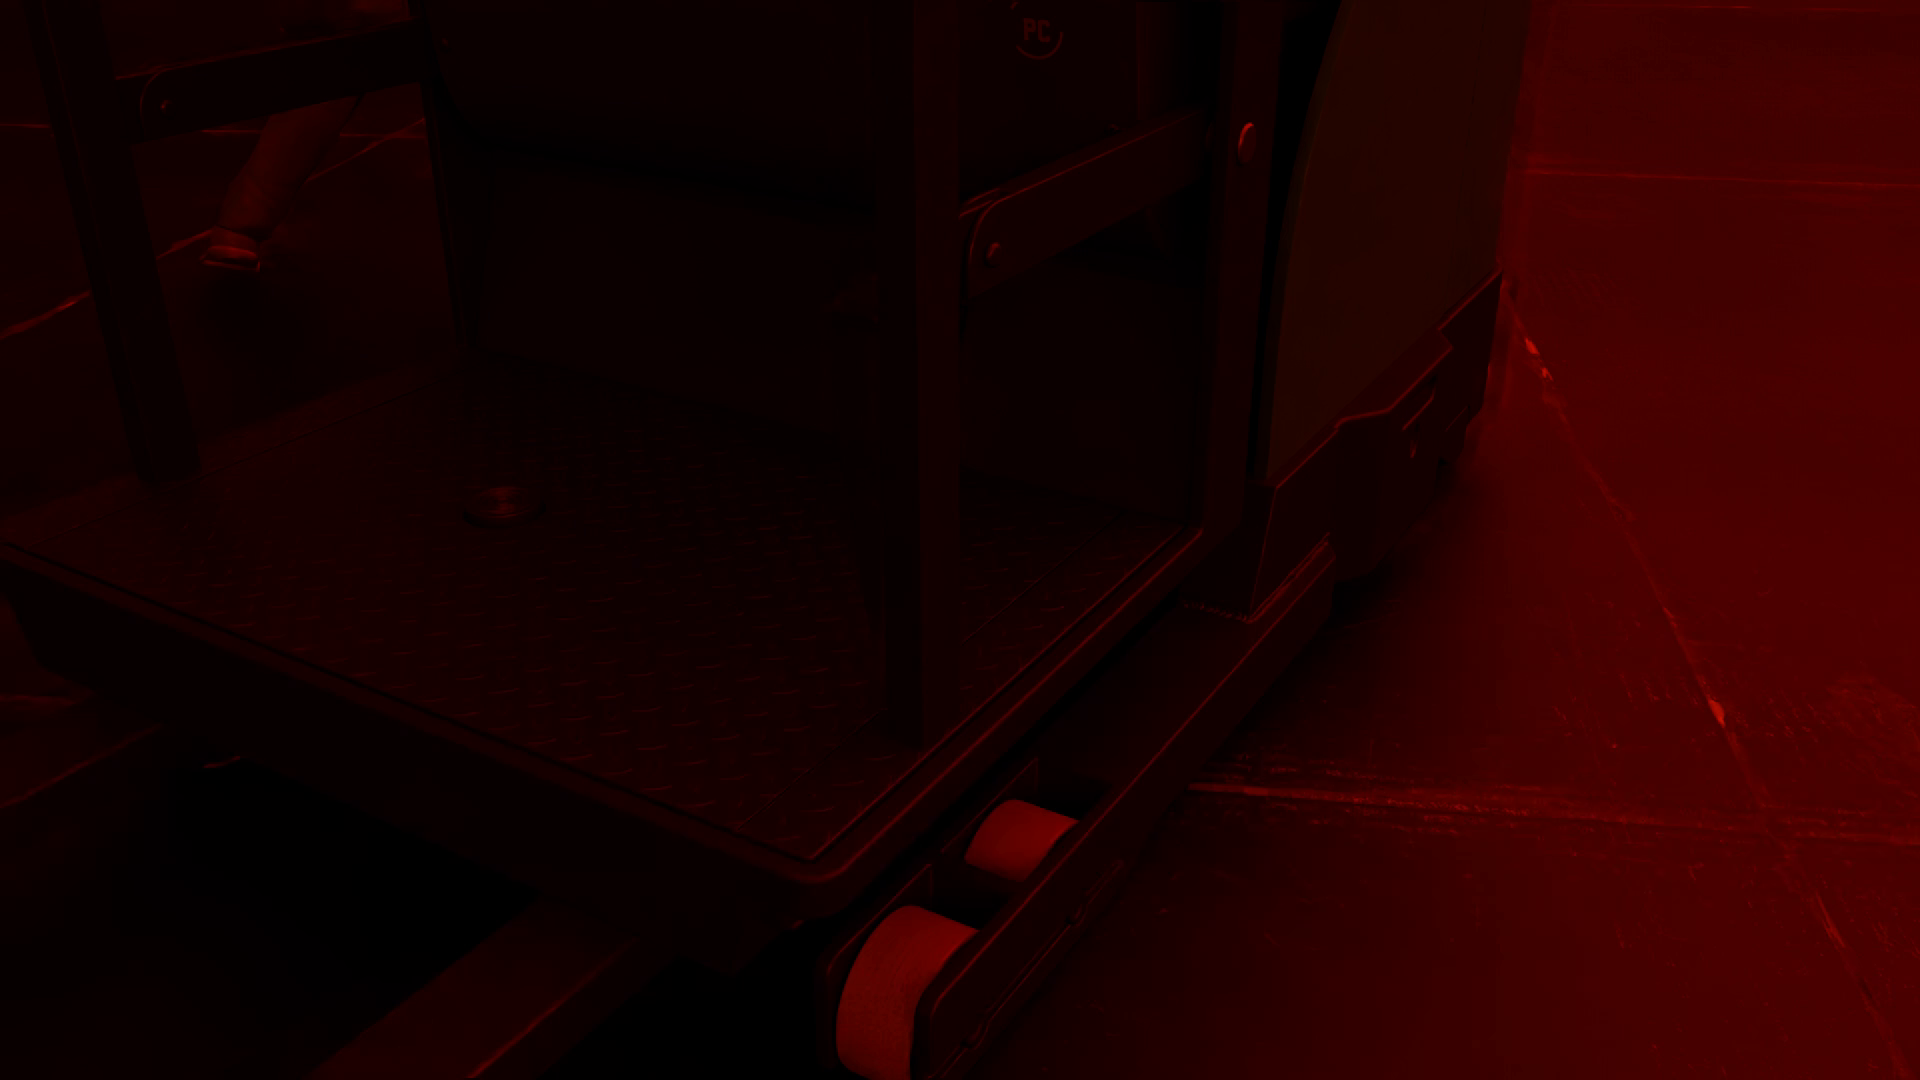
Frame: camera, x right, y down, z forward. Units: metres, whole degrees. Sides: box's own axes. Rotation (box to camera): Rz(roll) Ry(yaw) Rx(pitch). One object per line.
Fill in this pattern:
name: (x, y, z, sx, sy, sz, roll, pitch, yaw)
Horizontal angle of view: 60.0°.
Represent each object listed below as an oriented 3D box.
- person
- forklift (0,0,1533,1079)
person: (-1.014, -1.132, 3.161, 1.218, 1.429, 0.676, 19, 32, 33)
forklift: (-0.315, -1.048, 1.318, 1.130, 2.935, 3.031, 15, 30, 28)
